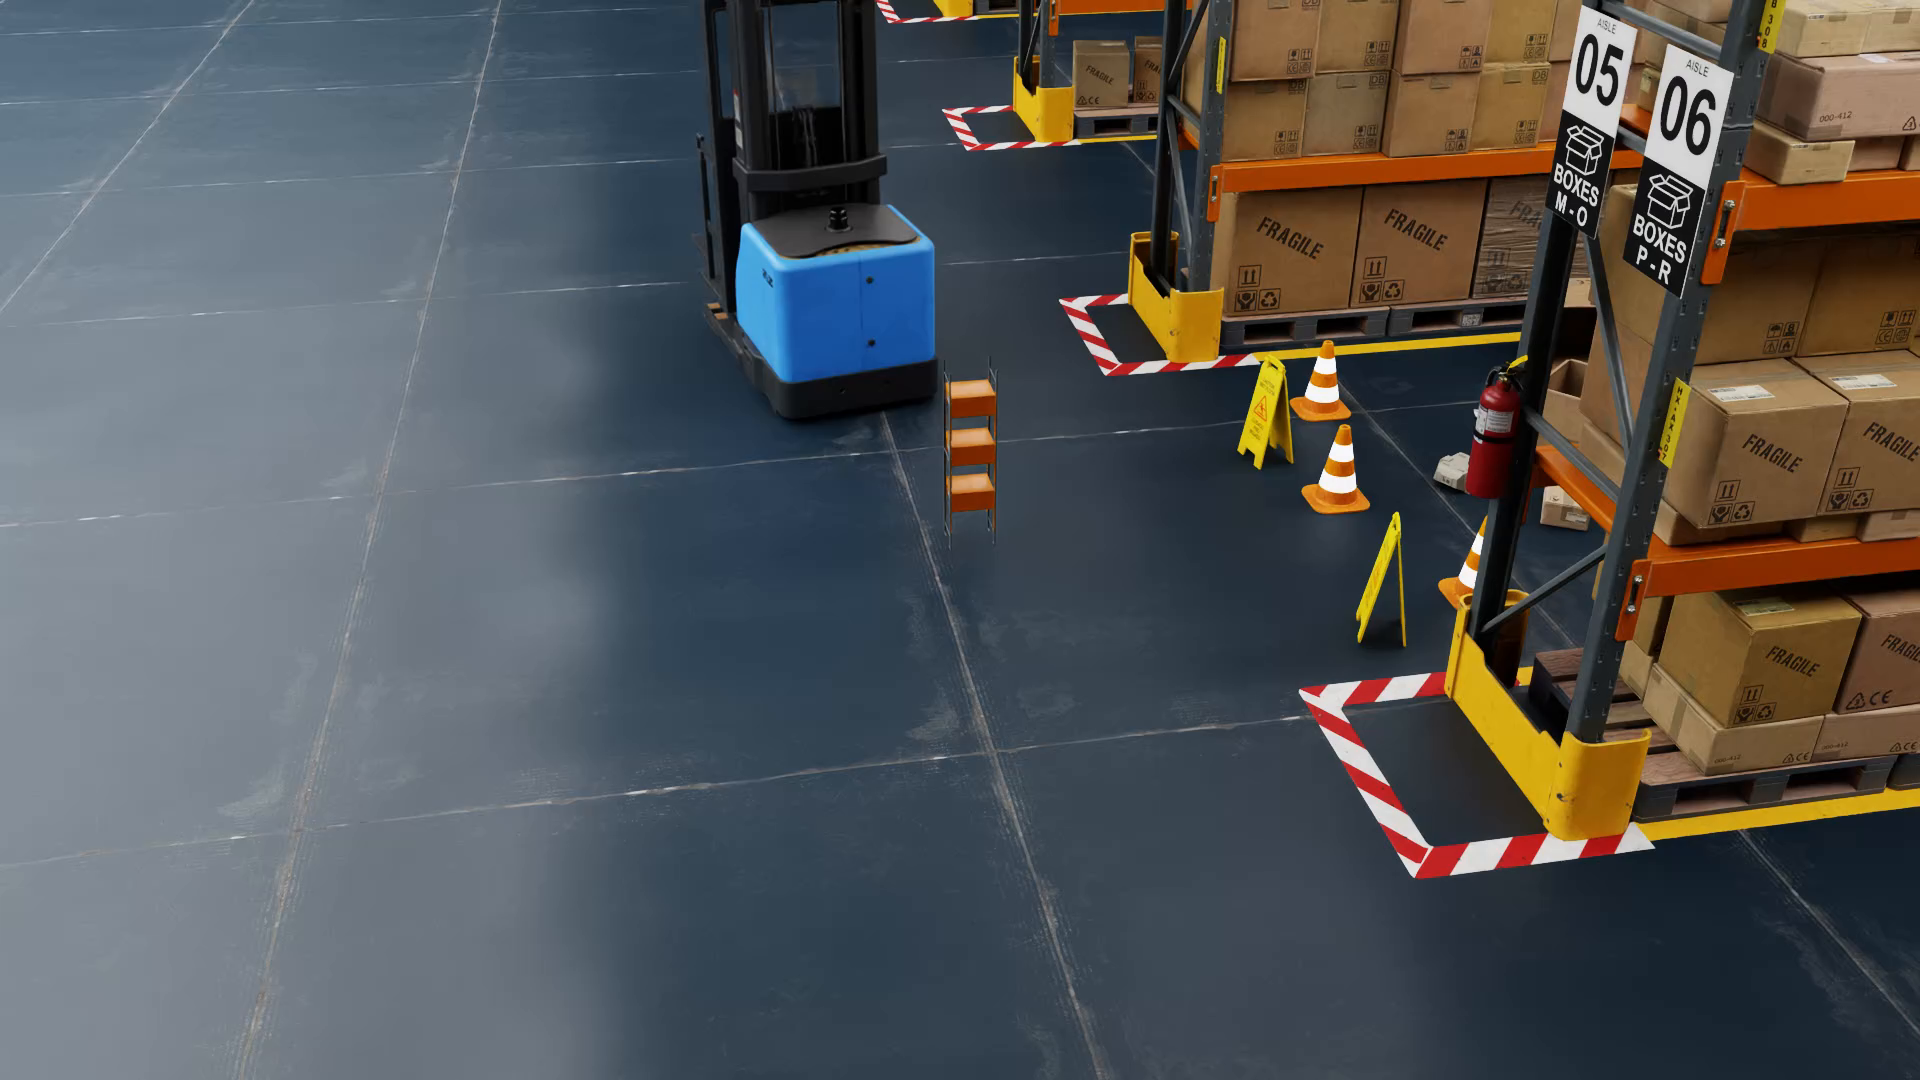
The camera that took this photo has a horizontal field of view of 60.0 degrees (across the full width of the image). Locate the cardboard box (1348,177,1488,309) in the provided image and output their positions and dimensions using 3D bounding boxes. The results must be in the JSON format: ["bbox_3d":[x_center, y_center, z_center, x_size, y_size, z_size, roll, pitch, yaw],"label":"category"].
[{"bbox_3d":[3.026,-2.222,11.642,0.875,0.875,0.875,-6,31,-10],"label":"cardboard box"}]

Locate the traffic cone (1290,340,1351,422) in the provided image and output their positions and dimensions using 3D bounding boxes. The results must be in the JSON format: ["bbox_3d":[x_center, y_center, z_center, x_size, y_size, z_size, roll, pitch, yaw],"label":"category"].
[{"bbox_3d":[2.284,-1.028,10.432,0.334,0.463,0.336,-5,31,-9],"label":"traffic cone"}]

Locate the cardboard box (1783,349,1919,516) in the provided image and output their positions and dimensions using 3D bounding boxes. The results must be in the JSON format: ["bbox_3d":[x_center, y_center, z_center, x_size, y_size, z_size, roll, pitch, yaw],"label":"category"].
[{"bbox_3d":[3.521,-0.447,6.550,0.500,0.500,0.500,-4,31,-7],"label":"cardboard box"}]

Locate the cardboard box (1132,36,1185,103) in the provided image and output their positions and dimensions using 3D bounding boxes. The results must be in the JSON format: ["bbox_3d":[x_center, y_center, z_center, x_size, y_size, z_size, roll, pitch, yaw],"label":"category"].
[{"bbox_3d":[1.911,-4.487,15.863,0.500,0.500,0.500,2,31,4],"label":"cardboard box"}]

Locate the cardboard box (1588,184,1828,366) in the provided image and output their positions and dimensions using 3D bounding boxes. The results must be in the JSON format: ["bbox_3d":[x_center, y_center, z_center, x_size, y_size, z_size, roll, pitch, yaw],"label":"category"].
[{"bbox_3d":[2.960,-1.080,6.639,0.500,0.500,0.700,-6,31,-10],"label":"cardboard box"}]

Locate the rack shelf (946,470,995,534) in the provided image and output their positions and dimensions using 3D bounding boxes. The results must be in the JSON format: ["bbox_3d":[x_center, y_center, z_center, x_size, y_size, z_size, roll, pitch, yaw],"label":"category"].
[{"bbox_3d":[0.053,-0.209,9.029,0.240,0.259,0.215,-5,31,-9],"label":"rack shelf"}]

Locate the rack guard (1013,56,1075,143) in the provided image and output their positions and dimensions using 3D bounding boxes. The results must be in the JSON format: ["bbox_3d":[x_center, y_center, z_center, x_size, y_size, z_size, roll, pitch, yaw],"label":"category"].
[{"bbox_3d":[0.786,-4.193,15.777,0.348,0.500,1.175,-5,31,-9],"label":"rack guard"}]

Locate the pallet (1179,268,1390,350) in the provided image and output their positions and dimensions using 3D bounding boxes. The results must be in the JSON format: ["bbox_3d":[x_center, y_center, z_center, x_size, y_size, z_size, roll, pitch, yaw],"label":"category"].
[{"bbox_3d":[2.278,-1.691,11.808,1.213,0.211,1.003,-5,31,-9],"label":"pallet"}]

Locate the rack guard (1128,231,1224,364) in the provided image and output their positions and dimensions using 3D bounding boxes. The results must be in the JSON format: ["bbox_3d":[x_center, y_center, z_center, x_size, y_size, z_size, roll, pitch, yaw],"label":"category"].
[{"bbox_3d":[1.482,-1.701,11.540,0.348,0.500,1.175,-5,31,-9],"label":"rack guard"}]

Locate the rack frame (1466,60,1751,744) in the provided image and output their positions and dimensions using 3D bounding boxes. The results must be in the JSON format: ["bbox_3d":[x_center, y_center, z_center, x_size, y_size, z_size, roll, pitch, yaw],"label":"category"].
[{"bbox_3d":[2.497,-0.322,6.729,0.127,3.000,1.000,-5,31,-9],"label":"rack frame"}]

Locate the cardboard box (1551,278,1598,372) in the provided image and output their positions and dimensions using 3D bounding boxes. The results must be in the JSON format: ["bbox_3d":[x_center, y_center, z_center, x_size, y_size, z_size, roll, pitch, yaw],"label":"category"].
[{"bbox_3d":[4.098,-1.416,11.053,0.500,0.500,0.500,0,30,0],"label":"cardboard box"}]

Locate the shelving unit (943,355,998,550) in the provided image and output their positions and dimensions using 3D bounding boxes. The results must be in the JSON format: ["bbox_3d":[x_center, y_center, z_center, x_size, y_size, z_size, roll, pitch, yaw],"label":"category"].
[{"bbox_3d":[0.053,-0.457,8.882,0.252,1.050,0.215,-5,31,-9],"label":"shelving unit"}]

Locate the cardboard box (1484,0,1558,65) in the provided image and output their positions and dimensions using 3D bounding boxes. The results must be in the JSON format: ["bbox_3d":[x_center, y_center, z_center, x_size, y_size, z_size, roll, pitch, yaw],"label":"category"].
[{"bbox_3d":[3.475,-3.518,10.951,0.500,0.550,0.875,-5,31,-9],"label":"cardboard box"}]

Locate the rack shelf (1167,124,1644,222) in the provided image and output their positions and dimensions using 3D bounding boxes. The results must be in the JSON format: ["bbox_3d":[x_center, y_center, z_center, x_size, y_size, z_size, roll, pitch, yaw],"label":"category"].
[{"bbox_3d":[3.473,-2.653,11.403,4.000,0.370,1.077,-5,31,-9],"label":"rack shelf"}]

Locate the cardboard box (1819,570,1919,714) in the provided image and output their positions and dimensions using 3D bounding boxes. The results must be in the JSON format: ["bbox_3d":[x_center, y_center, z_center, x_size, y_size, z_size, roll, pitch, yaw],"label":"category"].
[{"bbox_3d":[3.877,0.371,7.109,0.500,0.500,0.500,-6,31,-11],"label":"cardboard box"}]

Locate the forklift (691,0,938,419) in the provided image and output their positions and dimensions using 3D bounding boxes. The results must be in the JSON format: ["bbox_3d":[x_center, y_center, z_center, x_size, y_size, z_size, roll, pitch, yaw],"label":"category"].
[{"bbox_3d":[-1.163,-2.746,10.918,1.130,2.935,3.031,-12,32,-19],"label":"forklift"}]

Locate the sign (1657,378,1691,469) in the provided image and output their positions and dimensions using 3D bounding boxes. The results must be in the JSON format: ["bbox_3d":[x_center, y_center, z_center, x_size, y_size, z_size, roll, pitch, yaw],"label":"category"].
[{"bbox_3d":[2.594,-0.425,6.049,0.005,0.325,0.100,-5,31,-9],"label":"sign"}]

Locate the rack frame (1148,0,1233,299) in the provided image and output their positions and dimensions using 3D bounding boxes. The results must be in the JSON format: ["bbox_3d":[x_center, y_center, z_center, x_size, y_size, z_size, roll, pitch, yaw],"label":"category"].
[{"bbox_3d":[1.506,-2.781,10.910,0.127,3.000,1.000,-5,31,-9],"label":"rack frame"}]

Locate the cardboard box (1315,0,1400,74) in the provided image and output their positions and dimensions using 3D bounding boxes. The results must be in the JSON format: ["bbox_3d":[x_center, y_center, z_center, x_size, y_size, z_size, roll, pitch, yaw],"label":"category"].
[{"bbox_3d":[2.402,-3.422,10.787,0.550,0.550,0.875,-5,31,-9],"label":"cardboard box"}]

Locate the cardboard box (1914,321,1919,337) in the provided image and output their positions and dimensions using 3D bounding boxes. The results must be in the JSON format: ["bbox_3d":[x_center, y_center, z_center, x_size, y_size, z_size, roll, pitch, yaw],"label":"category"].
[{"bbox_3d":[3.942,-1.220,6.878,0.500,0.500,0.700,-6,31,-10],"label":"cardboard box"}]

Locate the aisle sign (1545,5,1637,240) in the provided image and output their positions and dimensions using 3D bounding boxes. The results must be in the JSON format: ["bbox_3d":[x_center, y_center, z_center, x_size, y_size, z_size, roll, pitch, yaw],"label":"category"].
[{"bbox_3d":[2.383,-1.582,6.306,0.004,0.787,0.394,-5,31,-9],"label":"aisle sign"}]

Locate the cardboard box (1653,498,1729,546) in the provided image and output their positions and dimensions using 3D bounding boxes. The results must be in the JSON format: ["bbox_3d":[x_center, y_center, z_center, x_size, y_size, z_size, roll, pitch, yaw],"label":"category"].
[{"bbox_3d":[2.868,-0.142,6.670,0.250,0.149,0.380,-5,31,-9],"label":"cardboard box"}]

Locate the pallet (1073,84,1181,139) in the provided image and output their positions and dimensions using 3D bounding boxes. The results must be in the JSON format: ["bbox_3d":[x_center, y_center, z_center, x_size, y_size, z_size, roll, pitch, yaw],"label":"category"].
[{"bbox_3d":[1.592,-4.125,15.946,1.213,0.211,1.003,-5,31,-9],"label":"pallet"}]

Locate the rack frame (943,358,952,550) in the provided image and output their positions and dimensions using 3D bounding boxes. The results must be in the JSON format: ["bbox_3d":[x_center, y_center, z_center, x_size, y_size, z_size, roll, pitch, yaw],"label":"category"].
[{"bbox_3d":[-0.067,-0.446,8.863,0.008,1.050,0.200,-5,31,-9],"label":"rack frame"}]

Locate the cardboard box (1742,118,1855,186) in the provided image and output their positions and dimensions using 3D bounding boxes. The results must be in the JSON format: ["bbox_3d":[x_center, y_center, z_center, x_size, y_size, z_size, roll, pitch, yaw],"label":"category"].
[{"bbox_3d":[2.881,-1.375,5.808,0.250,0.149,0.380,-5,31,-9],"label":"cardboard box"}]

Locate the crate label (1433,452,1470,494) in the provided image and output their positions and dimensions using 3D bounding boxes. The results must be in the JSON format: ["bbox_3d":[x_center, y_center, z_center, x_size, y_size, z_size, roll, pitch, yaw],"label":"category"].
[{"bbox_3d":[2.915,-0.396,9.678,0.298,0.136,0.250,-23,38,-34],"label":"crate label"}]

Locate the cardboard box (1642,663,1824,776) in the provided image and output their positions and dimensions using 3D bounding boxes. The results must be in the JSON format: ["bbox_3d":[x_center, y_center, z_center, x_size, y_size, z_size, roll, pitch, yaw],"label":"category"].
[{"bbox_3d":[3.340,0.746,7.210,0.500,0.250,0.500,-6,31,-9],"label":"cardboard box"}]

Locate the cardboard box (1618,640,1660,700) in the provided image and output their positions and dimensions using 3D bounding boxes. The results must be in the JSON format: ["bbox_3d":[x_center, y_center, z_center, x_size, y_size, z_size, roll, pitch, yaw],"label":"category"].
[{"bbox_3d":[3.267,0.472,7.677,0.500,0.250,0.500,-5,31,-9],"label":"cardboard box"}]

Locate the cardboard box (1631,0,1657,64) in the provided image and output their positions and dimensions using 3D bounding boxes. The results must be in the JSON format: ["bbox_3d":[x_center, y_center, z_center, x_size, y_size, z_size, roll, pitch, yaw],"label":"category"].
[{"bbox_3d":[4.551,-3.552,11.008,0.550,0.550,0.875,-5,31,-9],"label":"cardboard box"}]

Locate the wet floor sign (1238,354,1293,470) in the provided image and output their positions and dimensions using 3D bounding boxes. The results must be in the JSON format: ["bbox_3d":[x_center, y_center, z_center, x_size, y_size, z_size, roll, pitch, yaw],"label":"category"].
[{"bbox_3d":[1.834,-0.776,9.824,0.232,0.644,0.267,-11,32,-17],"label":"wet floor sign"}]

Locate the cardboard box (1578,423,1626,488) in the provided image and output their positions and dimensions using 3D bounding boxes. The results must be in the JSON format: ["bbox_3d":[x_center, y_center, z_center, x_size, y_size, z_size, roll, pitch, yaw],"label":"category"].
[{"bbox_3d":[2.826,-0.355,7.032,0.250,0.149,0.380,-4,31,-7],"label":"cardboard box"}]

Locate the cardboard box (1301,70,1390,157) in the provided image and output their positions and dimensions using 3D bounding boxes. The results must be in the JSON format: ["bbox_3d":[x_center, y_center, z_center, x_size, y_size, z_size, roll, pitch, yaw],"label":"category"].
[{"bbox_3d":[2.399,-2.963,11.072,0.550,0.550,0.875,-5,31,-9],"label":"cardboard box"}]

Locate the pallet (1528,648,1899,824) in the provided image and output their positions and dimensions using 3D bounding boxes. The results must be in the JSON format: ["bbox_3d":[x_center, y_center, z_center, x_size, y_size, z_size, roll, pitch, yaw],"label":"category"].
[{"bbox_3d":[3.377,0.816,7.544,1.213,0.211,1.003,-5,31,-9],"label":"pallet"}]

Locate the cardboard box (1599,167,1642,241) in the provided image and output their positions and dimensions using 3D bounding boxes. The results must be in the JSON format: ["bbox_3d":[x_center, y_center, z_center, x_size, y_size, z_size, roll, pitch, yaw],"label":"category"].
[{"bbox_3d":[4.809,-2.389,11.925,0.875,0.875,0.875,-5,31,-8],"label":"cardboard box"}]

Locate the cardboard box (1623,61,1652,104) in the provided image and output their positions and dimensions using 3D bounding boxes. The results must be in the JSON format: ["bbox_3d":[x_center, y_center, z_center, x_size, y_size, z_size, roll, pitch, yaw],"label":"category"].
[{"bbox_3d":[4.542,-3.110,11.321,0.550,0.550,0.875,-5,31,-9],"label":"cardboard box"}]

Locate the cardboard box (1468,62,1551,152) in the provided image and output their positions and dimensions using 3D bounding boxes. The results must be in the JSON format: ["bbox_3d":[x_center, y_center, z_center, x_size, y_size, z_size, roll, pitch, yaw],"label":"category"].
[{"bbox_3d":[3.487,-3.021,11.170,0.500,0.550,0.875,-5,31,-9],"label":"cardboard box"}]

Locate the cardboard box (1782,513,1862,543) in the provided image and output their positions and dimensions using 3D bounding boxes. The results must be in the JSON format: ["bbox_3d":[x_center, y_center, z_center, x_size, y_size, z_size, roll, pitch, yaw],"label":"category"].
[{"bbox_3d":[3.389,-0.156,6.693,0.250,0.149,0.380,-6,31,-11],"label":"cardboard box"}]

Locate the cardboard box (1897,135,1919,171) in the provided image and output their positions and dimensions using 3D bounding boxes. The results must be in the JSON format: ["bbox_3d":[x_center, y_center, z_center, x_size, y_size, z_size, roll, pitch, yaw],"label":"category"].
[{"bbox_3d":[3.390,-1.451,5.937,0.250,0.149,0.380,-4,31,-8],"label":"cardboard box"}]

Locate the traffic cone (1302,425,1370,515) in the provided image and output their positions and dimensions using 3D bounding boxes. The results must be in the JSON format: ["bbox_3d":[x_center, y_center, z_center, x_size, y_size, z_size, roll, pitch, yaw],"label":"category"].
[{"bbox_3d":[2.153,-0.433,9.421,0.334,0.463,0.336,-5,31,-9],"label":"traffic cone"}]

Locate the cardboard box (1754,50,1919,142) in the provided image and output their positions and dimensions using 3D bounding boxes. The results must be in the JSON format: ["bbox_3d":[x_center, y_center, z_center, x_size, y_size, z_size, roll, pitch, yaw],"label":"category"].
[{"bbox_3d":[3.039,-1.592,5.783,0.500,0.250,0.500,-6,31,-10],"label":"cardboard box"}]

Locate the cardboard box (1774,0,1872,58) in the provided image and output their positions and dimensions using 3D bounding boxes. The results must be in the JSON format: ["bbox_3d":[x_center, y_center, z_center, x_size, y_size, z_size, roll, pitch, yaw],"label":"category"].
[{"bbox_3d":[2.883,-1.781,5.712,0.250,0.149,0.380,-6,31,-9],"label":"cardboard box"}]

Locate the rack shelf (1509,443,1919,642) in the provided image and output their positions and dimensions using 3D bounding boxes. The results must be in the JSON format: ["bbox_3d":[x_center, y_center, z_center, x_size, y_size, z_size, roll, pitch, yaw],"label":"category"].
[{"bbox_3d":[4.464,-0.195,7.222,4.000,0.370,1.077,-5,31,-9],"label":"rack shelf"}]

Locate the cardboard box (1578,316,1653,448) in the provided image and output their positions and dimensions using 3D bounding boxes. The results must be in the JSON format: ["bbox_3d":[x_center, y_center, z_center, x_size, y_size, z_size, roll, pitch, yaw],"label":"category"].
[{"bbox_3d":[2.981,-0.680,6.946,0.500,0.500,0.500,-6,31,-10],"label":"cardboard box"}]

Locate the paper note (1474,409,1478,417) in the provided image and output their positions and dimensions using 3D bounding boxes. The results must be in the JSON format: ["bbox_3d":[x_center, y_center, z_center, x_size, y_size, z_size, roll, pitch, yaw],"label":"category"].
[{"bbox_3d":[3.313,-0.793,10.461,0.142,0.017,0.144,5,31,8],"label":"paper note"}]
